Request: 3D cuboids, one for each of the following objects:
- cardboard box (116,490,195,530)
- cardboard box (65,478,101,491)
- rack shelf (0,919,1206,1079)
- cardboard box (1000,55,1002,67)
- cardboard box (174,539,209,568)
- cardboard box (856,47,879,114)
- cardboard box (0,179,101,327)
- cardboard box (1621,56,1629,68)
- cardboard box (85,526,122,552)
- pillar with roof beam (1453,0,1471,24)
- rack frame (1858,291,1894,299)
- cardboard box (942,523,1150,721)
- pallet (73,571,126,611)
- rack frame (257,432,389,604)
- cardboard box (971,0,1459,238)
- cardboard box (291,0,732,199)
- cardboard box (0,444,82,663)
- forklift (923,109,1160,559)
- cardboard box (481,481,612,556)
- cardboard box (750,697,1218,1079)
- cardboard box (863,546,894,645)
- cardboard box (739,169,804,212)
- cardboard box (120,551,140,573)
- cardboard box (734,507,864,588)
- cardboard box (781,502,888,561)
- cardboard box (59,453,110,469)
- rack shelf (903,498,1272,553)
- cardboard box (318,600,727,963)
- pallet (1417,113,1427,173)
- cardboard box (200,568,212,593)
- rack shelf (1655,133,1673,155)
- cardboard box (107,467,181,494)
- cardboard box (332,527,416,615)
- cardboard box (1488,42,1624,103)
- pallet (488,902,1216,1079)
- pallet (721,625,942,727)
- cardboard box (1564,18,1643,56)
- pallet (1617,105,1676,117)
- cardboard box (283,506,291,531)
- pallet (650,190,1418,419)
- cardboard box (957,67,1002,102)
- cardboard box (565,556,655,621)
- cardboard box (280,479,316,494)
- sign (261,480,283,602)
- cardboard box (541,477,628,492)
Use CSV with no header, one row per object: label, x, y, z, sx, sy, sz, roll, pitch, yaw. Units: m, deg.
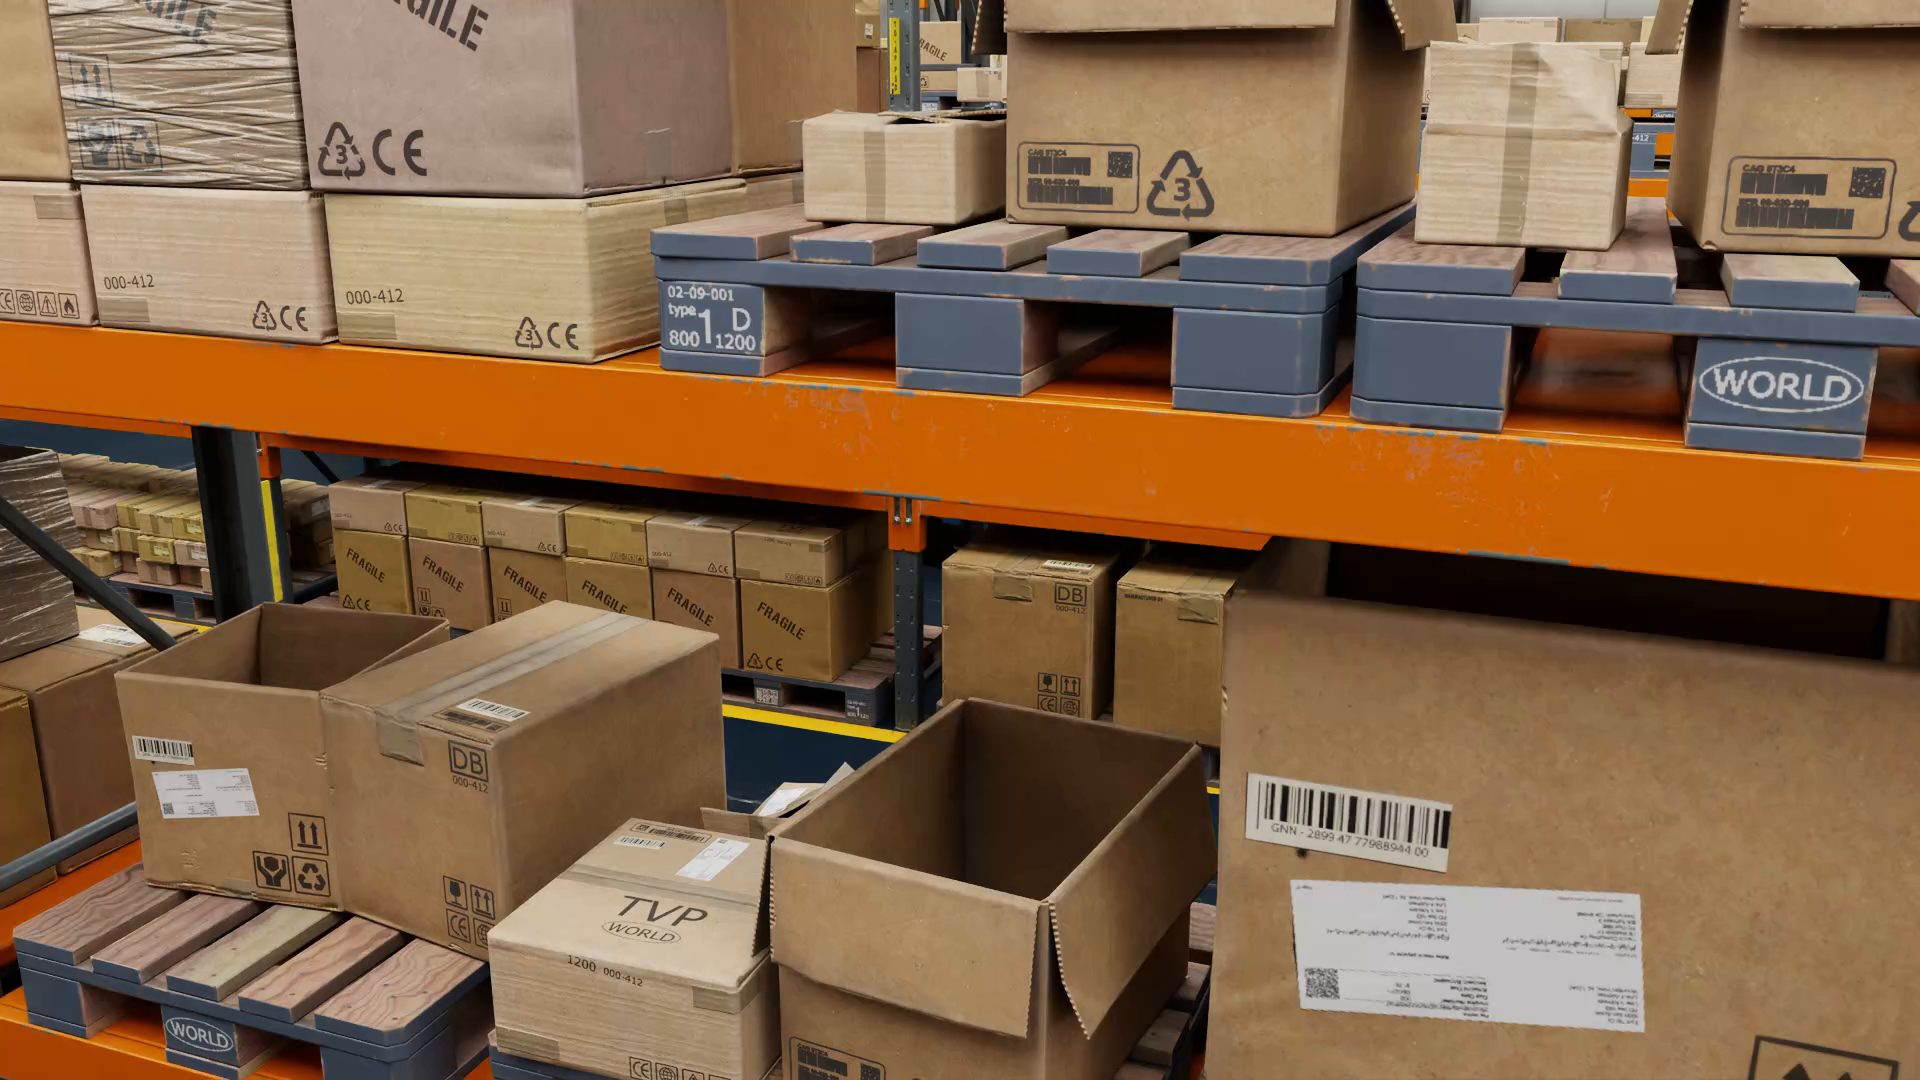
cardboard box,-4.934,-0.185,10.224,0.250,0.149,0.380,7,18,22
cardboard box,-5.666,-0.267,10.506,0.250,0.149,0.380,6,17,21
rack shelf,-0.141,1.224,3.369,4.000,0.370,1.077,6,17,21
cardboard box,0.644,-3.639,12.515,0.500,0.500,0.700,5,17,18
cardboard box,-4.474,0.039,9.987,0.250,0.149,0.380,5,17,18
cardboard box,-0.712,-2.084,7.911,0.500,0.500,0.500,6,17,21
cardboard box,-1.658,-0.581,3.183,0.500,0.250,0.500,7,17,22
cardboard box,4.290,-3.133,11.220,0.500,0.250,0.500,7,17,21
cardboard box,-5.172,-0.056,10.314,0.250,0.149,0.380,7,17,22
pillar with roof beam,3.416,-5.049,12.926,0.400,9.000,9.100,6,17,21
rack frame,3.634,-0.193,6.959,0.127,3.000,1.000,6,17,21
cardboard box,0.446,0.362,8.329,0.750,0.750,1.050,6,17,20
pallet,-5.585,0.144,10.800,1.213,0.211,1.003,6,17,21
rack frame,-3.809,-1.012,9.778,0.127,3.000,1.000,6,17,21
cardboard box,0.442,-0.779,2.658,0.637,0.503,0.797,7,18,23
cardboard box,-0.718,-0.838,2.723,0.500,0.500,0.500,6,17,19
cardboard box,-2.676,0.065,4.092,0.637,0.503,0.797,7,18,23
forklift,0.685,-1.238,10.682,3.031,2.935,1.130,12,20,36
cardboard box,-2.249,-0.122,9.098,0.500,0.250,0.500,7,18,23
cardboard box,0.073,0.678,3.019,0.637,0.503,0.797,8,18,26
cardboard box,-0.652,0.258,9.136,0.500,0.500,0.500,6,17,18
cardboard box,-0.537,-0.611,3.285,0.500,0.250,0.500,7,18,22
cardboard box,-4.979,0.087,10.354,0.250,0.149,0.380,6,17,19
cardboard box,-0.820,0.034,8.561,0.500,0.250,0.500,6,17,19
cardboard box,-0.640,-0.097,9.013,0.500,0.250,0.500,5,17,18
cardboard box,-5.956,-0.461,11.173,0.250,0.149,0.380,7,18,23
rack shelf,1.773,-0.052,7.764,4.000,0.370,1.077,6,17,21
cardboard box,-0.928,0.500,3.639,0.500,0.500,0.700,9,19,29
pallet,1.572,-1.787,7.406,1.213,0.211,1.003,7,18,23
cardboard box,-4.298,0.204,9.951,0.250,0.149,0.380,7,17,21
rack shelf,3.495,-2.787,11.804,4.000,0.370,1.077,6,17,21
cardboard box,-5.282,-0.350,10.792,0.250,0.149,0.380,6,17,18
cardboard box,-3.218,0.131,9.571,0.500,0.500,0.500,7,18,23
cardboard box,2.404,-1.881,6.728,0.500,0.250,0.500,6,17,20
pallet,-0.145,0.958,3.339,1.213,0.211,1.003,6,17,21
pallet,-0.814,0.656,9.034,1.213,0.211,1.003,6,17,21
cardboard box,4.492,-3.510,11.622,0.500,0.250,0.500,6,17,19
pallet,4.821,-2.929,11.338,1.003,0.211,1.213,6,17,21
cardboard box,-4.235,-0.099,9.927,0.250,0.149,0.380,7,18,22
pallet,0.218,-0.464,2.847,1.003,0.211,1.213,6,17,21
cardboard box,0.164,-2.096,7.652,0.250,0.149,0.380,6,17,18
cardboard box,-1.775,0.293,9.015,0.500,0.500,0.500,5,17,18
cardboard box,-4.287,-0.262,10.491,0.250,0.149,0.380,7,18,23
sign,-1.811,0.014,4.311,0.005,0.325,0.100,6,17,21
cardboard box,-2.053,-0.256,9.560,0.500,0.250,0.500,5,17,18
